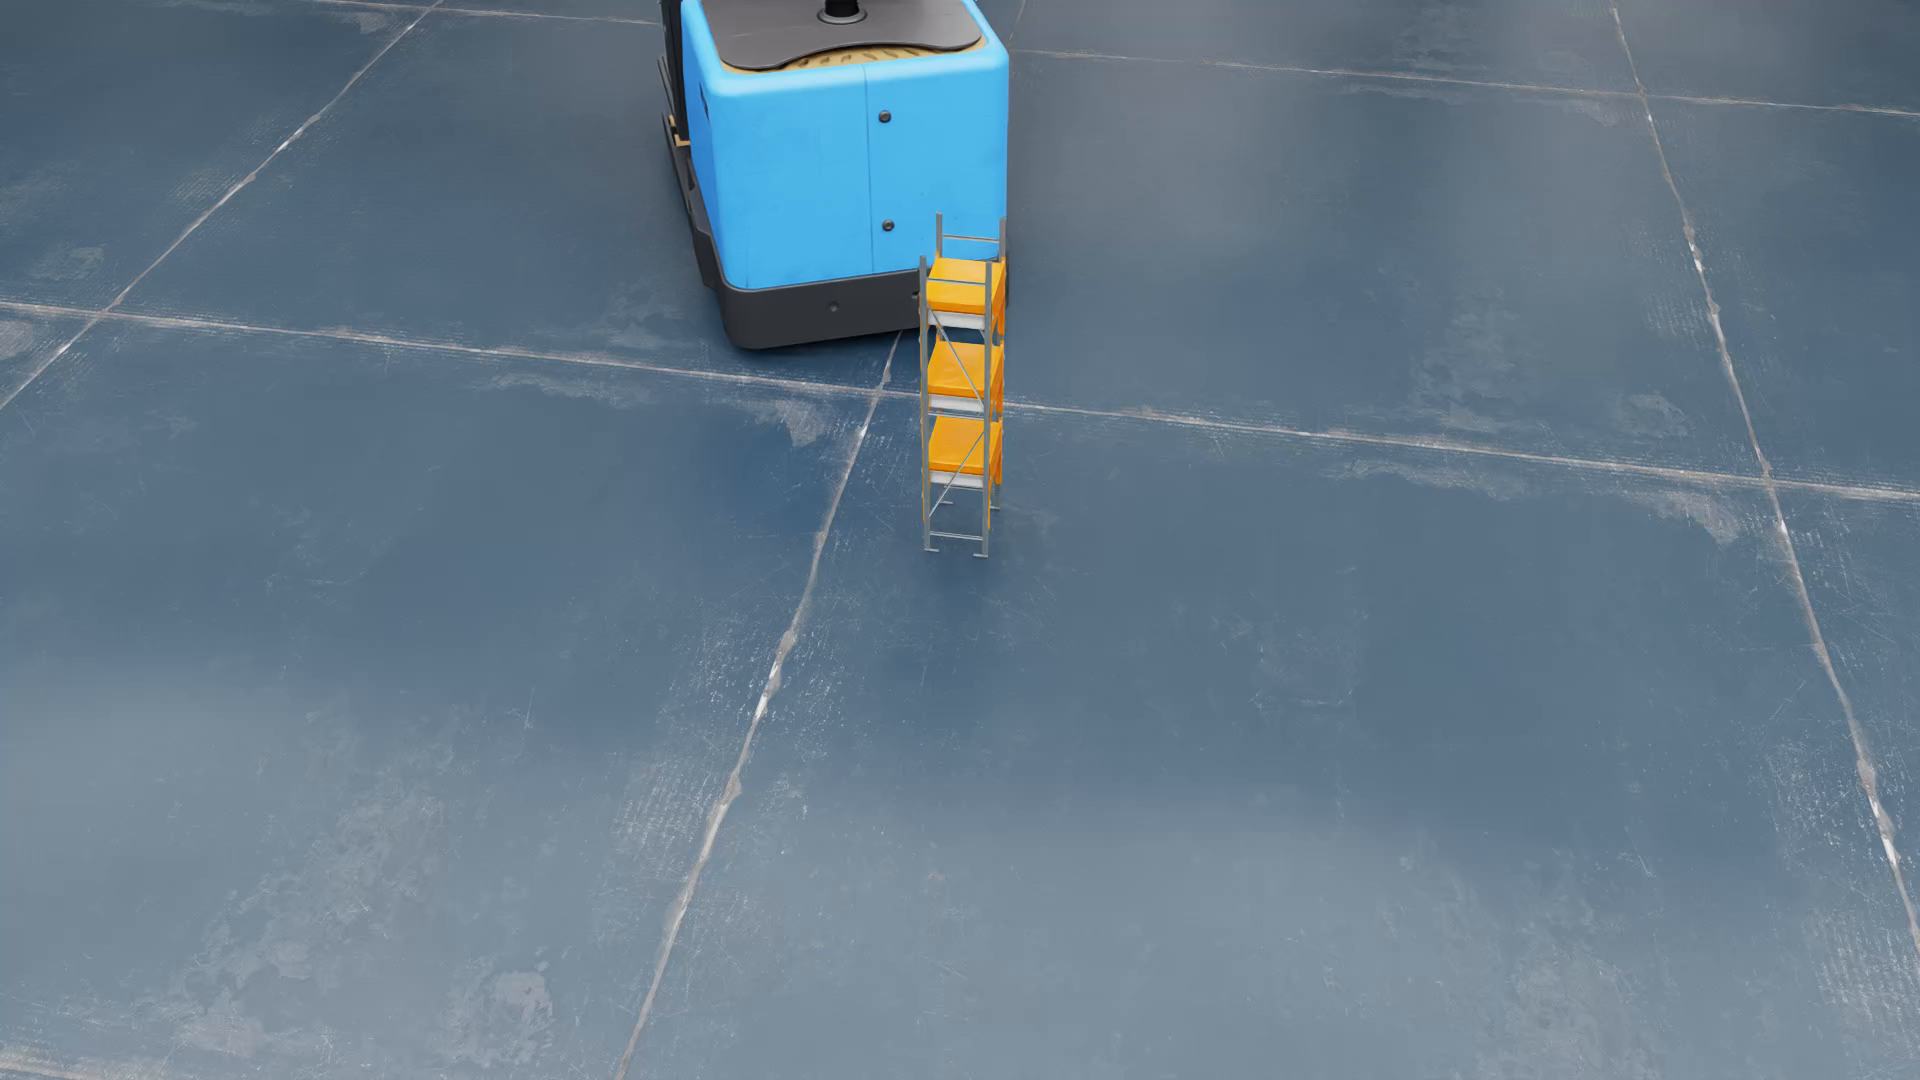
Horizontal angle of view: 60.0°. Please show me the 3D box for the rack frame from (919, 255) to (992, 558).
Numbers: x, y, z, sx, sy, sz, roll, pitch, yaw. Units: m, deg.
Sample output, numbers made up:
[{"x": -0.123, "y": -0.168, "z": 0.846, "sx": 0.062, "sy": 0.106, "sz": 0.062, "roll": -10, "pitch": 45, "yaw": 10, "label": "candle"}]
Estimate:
[{"x": -0.012, "y": -0.362, "z": 4.863, "sx": 0.200, "sy": 1.050, "sz": 0.008, "roll": 6, "pitch": 40, "yaw": 8, "label": "rack frame"}]

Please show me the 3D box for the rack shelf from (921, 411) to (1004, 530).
[{"x": 0.009, "y": -0.216, "z": 5.140, "sx": 0.215, "sy": 0.259, "sz": 0.240, "roll": 6, "pitch": 40, "yaw": 8, "label": "rack shelf"}]

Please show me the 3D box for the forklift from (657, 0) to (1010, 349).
[{"x": -0.678, "y": -2.760, "z": 6.288, "sx": 1.130, "sy": 2.935, "sz": 3.031, "roll": -9, "pitch": 40, "yaw": -11, "label": "forklift"}]

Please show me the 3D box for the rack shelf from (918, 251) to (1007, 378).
[{"x": 0.009, "y": -0.649, "z": 4.782, "sx": 0.215, "sy": 0.259, "sz": 0.240, "roll": 6, "pitch": 40, "yaw": 8, "label": "rack shelf"}]

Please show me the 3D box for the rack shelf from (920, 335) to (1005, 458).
[{"x": 0.009, "y": -0.430, "z": 4.963, "sx": 0.215, "sy": 0.259, "sz": 0.240, "roll": 6, "pitch": 40, "yaw": 8, "label": "rack shelf"}]

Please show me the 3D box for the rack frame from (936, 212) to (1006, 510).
[{"x": 0.030, "y": -0.515, "z": 5.049, "sx": 0.200, "sy": 1.050, "sz": 0.008, "roll": 6, "pitch": 40, "yaw": 8, "label": "rack frame"}]

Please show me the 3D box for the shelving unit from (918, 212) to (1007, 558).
[{"x": 0.009, "y": -0.438, "z": 4.956, "sx": 0.215, "sy": 1.050, "sz": 0.252, "roll": 6, "pitch": 40, "yaw": 8, "label": "shelving unit"}]
